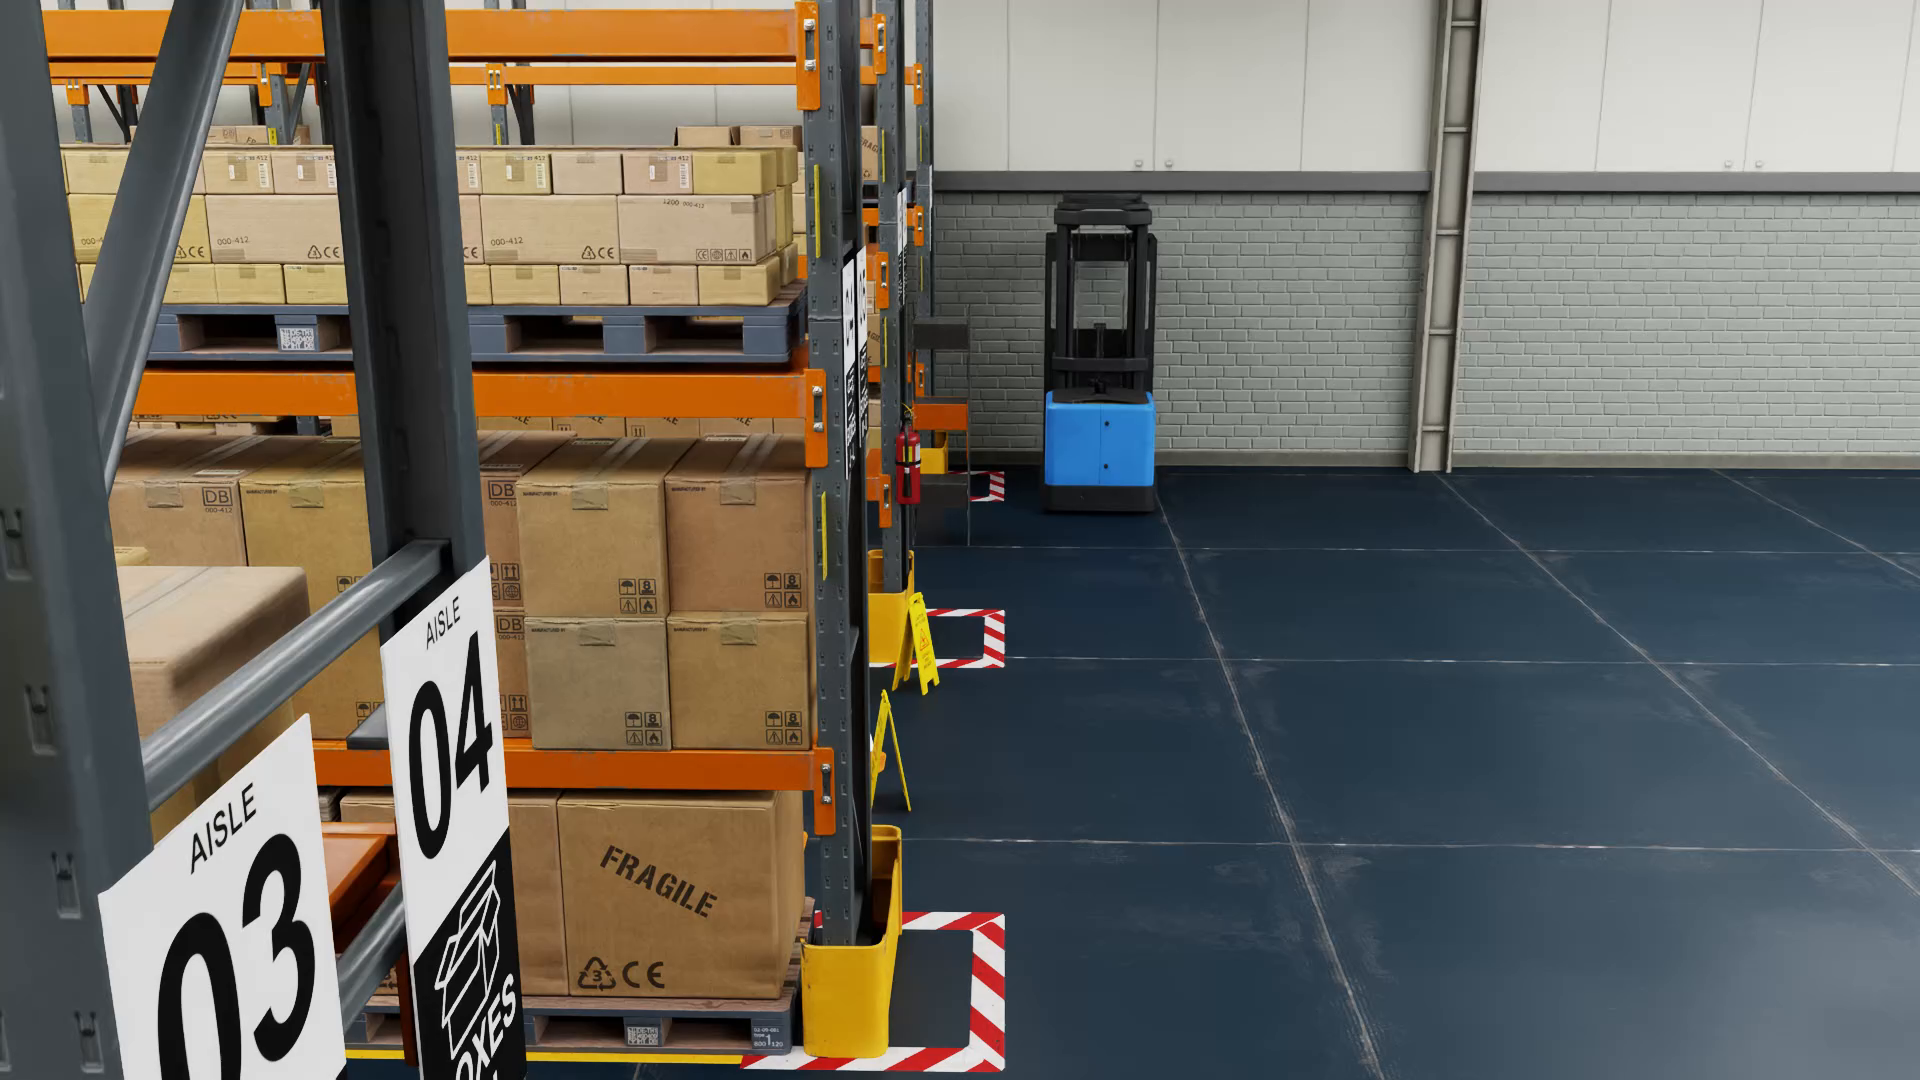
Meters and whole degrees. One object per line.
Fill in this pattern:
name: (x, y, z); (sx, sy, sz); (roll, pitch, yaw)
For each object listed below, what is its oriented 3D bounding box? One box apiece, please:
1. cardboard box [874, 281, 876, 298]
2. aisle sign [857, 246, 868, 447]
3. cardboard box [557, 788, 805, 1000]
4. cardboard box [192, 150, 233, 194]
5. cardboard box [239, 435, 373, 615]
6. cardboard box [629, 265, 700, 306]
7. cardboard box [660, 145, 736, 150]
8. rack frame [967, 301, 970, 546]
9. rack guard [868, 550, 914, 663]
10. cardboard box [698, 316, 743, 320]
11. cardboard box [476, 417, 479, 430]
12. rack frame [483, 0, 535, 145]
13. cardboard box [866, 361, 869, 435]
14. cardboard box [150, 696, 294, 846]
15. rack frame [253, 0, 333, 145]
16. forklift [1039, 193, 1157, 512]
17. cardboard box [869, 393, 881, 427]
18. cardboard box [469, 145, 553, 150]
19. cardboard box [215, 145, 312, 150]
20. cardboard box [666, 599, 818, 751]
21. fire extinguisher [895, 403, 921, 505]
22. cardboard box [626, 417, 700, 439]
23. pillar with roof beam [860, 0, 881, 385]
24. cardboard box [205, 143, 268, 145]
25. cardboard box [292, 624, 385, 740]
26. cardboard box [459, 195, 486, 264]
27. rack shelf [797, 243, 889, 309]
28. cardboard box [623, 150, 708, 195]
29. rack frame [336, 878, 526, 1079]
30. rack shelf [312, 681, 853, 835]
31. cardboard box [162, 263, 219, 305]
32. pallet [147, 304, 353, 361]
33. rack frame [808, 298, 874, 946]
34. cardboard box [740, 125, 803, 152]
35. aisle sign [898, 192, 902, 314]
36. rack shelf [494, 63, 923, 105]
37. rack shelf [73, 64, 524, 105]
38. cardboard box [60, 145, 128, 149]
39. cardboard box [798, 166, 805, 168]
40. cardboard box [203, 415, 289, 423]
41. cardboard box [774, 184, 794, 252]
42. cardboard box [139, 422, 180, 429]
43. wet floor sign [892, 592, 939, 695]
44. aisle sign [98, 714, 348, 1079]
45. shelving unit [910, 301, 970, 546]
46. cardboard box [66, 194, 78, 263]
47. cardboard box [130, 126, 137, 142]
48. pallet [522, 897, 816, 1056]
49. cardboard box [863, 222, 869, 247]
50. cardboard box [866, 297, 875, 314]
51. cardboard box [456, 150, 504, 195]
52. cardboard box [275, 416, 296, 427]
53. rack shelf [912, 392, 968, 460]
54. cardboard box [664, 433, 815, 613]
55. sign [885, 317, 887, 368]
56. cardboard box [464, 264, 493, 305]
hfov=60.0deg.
cardboard box: (-0.699, -2.463, 16.244); (0.250, 0.149, 0.380); (0, 15, 2)
aisle sign: (-0.406, -0.813, 6.944); (0.004, 0.787, 0.394); (0, 15, 1)
cardboard box: (-1.164, 1.357, 7.158); (0.875, 0.875, 0.875); (0, 15, 2)
cardboard box: (-2.856, -1.375, 6.200); (0.250, 0.149, 0.380); (0, 15, 1)
cardboard box: (-2.496, -0.075, 6.834); (0.500, 0.550, 0.875); (0, 15, 1)
cardboard box: (-1.077, -0.978, 6.258); (0.250, 0.149, 0.380); (0, 15, 2)
cardboard box: (-1.060, -1.531, 6.792); (0.250, 0.149, 0.380); (0, 15, 2)
rack frame: (0.078, -1.015, 14.570); (0.015, 2.100, 0.400); (0, 15, 1)
rack guard: (-0.535, 0.466, 12.096); (0.348, 0.500, 1.175); (0, 15, 1)
cardboard box: (-1.481, -1.371, 11.418); (0.500, 0.500, 0.700); (1, 15, 2)
cardboard box: (-3.523, -0.890, 11.553); (0.500, 0.500, 0.500); (0, 15, 1)
rack frame: (-4.335, -4.935, 15.906); (0.127, 3.000, 1.000); (0, 15, 1)
cardboard box: (-0.925, -1.009, 12.004); (0.500, 0.500, 0.500); (0, 15, 1)
cardboard box: (-1.187, 0.338, 2.094); (0.500, 0.250, 0.500); (1, 15, 3)
rack frame: (-4.458, -3.669, 11.108); (0.127, 3.000, 1.000); (0, 15, 1)
forklift: (1.390, -2.004, 16.691); (1.130, 2.935, 3.031); (1, 15, 3)
cardboard box: (-0.804, -1.289, 16.452); (0.500, 0.250, 0.500); (1, 15, 3)
cardboard box: (-1.826, -1.536, 6.811); (0.250, 0.149, 0.380); (0, 15, 0)
cardboard box: (-2.848, -1.542, 6.835); (0.250, 0.149, 0.380); (0, 15, 1)
cardboard box: (-0.856, 0.457, 6.934); (0.550, 0.550, 0.875); (0, 15, 1)
fire extinguisher: (-0.356, -0.587, 11.336); (0.183, 0.674, 0.296); (0, 15, 1)
cardboard box: (-2.009, -0.877, 11.504); (0.500, 0.500, 0.500); (0, 15, 1)
pillar with roof beam: (-1.119, -4.046, 12.535); (0.400, 9.000, 9.100); (0, 15, 1)
cardboard box: (-5.040, -2.563, 11.284); (0.500, 0.250, 0.500); (1, 15, 3)
cardboard box: (-2.494, 0.430, 7.035); (0.500, 0.550, 0.875); (0, 15, 1)
cardboard box: (-1.983, -1.192, 6.288); (0.500, 0.250, 0.500); (0, 15, 1)
rack shelf: (-2.458, -1.858, 11.533); (4.000, 0.370, 1.077); (0, 15, 1)
cardboard box: (-1.079, -1.363, 6.157); (0.250, 0.149, 0.380); (0, 15, 2)
rack frame: (-0.712, 1.785, 2.196); (0.127, 3.000, 1.000); (0, 15, 1)
rack shelf: (-2.484, 0.855, 7.129); (4.000, 0.370, 1.077); (0, 15, 1)
cardboard box: (-2.855, -0.989, 6.302); (0.250, 0.149, 0.380); (0, 15, 1)
pallet: (-2.449, -0.897, 6.652); (1.213, 0.211, 1.003); (0, 15, 1)
rack frame: (-0.484, 0.520, 6.988); (0.127, 3.000, 1.000); (0, 15, 1)
cardboard box: (-1.806, -3.732, 16.008); (0.500, 0.500, 0.700); (0, 15, 2)
aisle sign: (-0.404, -1.925, 11.161); (0.004, 0.787, 0.394); (0, 15, 1)
rack shelf: (-2.335, -4.381, 16.000); (4.000, 0.370, 1.077); (0, 15, 1)
rack shelf: (-6.334, -4.407, 16.098); (4.000, 0.370, 1.077); (0, 15, 1)
cardboard box: (-3.606, -1.547, 6.854); (0.250, 0.149, 0.380); (0, 15, 1)
cardboard box: (-1.061, -2.509, 11.519); (0.250, 0.149, 0.380); (0, 15, 1)
cardboard box: (-4.925, -1.108, 11.559); (0.500, 0.500, 0.500); (0, 15, 0)
cardboard box: (-0.960, -1.321, 6.780); (0.500, 0.250, 0.500); (0, 15, 1)
cardboard box: (-5.501, -0.782, 11.593); (0.250, 0.149, 0.380); (0, 15, 0)
wet floor sign: (-0.296, 0.670, 11.036); (0.232, 0.644, 0.267); (6, 16, 21)
aisle sign: (-0.658, 0.605, 1.573); (0.004, 0.787, 0.394); (0, 15, 1)
shelving unit: (-0.165, -1.016, 14.576); (0.503, 2.100, 0.431); (0, 15, 1)
cardboard box: (-3.497, -1.201, 6.325); (0.500, 0.250, 0.500); (0, 15, 1)
cardboard box: (-7.615, -3.744, 16.055); (0.500, 0.500, 0.500); (1, 15, 2)
pallet: (-1.286, 1.883, 7.288); (1.213, 0.211, 1.003); (0, 15, 1)
cardboard box: (-0.782, -2.157, 11.746); (0.250, 0.149, 0.380); (0, 15, 1)
cardboard box: (-0.946, -2.295, 16.193); (0.250, 0.149, 0.380); (1, 15, 2)
cardboard box: (-1.844, -1.368, 6.176); (0.250, 0.149, 0.380); (0, 15, 2)
cardboard box: (-5.002, -0.934, 12.171); (0.250, 0.149, 0.380); (1, 15, 2)
rack shelf: (-0.165, -1.003, 14.580); (0.480, 0.518, 0.431); (0, 15, 1)
cardboard box: (-0.854, -0.087, 6.877); (0.550, 0.550, 0.875); (0, 15, 1)
sign: (-0.493, -1.314, 11.051); (0.005, 0.325, 0.100); (0, 15, 1)
cardboard box: (-1.843, -0.982, 6.276); (0.250, 0.149, 0.380); (0, 15, 1)
